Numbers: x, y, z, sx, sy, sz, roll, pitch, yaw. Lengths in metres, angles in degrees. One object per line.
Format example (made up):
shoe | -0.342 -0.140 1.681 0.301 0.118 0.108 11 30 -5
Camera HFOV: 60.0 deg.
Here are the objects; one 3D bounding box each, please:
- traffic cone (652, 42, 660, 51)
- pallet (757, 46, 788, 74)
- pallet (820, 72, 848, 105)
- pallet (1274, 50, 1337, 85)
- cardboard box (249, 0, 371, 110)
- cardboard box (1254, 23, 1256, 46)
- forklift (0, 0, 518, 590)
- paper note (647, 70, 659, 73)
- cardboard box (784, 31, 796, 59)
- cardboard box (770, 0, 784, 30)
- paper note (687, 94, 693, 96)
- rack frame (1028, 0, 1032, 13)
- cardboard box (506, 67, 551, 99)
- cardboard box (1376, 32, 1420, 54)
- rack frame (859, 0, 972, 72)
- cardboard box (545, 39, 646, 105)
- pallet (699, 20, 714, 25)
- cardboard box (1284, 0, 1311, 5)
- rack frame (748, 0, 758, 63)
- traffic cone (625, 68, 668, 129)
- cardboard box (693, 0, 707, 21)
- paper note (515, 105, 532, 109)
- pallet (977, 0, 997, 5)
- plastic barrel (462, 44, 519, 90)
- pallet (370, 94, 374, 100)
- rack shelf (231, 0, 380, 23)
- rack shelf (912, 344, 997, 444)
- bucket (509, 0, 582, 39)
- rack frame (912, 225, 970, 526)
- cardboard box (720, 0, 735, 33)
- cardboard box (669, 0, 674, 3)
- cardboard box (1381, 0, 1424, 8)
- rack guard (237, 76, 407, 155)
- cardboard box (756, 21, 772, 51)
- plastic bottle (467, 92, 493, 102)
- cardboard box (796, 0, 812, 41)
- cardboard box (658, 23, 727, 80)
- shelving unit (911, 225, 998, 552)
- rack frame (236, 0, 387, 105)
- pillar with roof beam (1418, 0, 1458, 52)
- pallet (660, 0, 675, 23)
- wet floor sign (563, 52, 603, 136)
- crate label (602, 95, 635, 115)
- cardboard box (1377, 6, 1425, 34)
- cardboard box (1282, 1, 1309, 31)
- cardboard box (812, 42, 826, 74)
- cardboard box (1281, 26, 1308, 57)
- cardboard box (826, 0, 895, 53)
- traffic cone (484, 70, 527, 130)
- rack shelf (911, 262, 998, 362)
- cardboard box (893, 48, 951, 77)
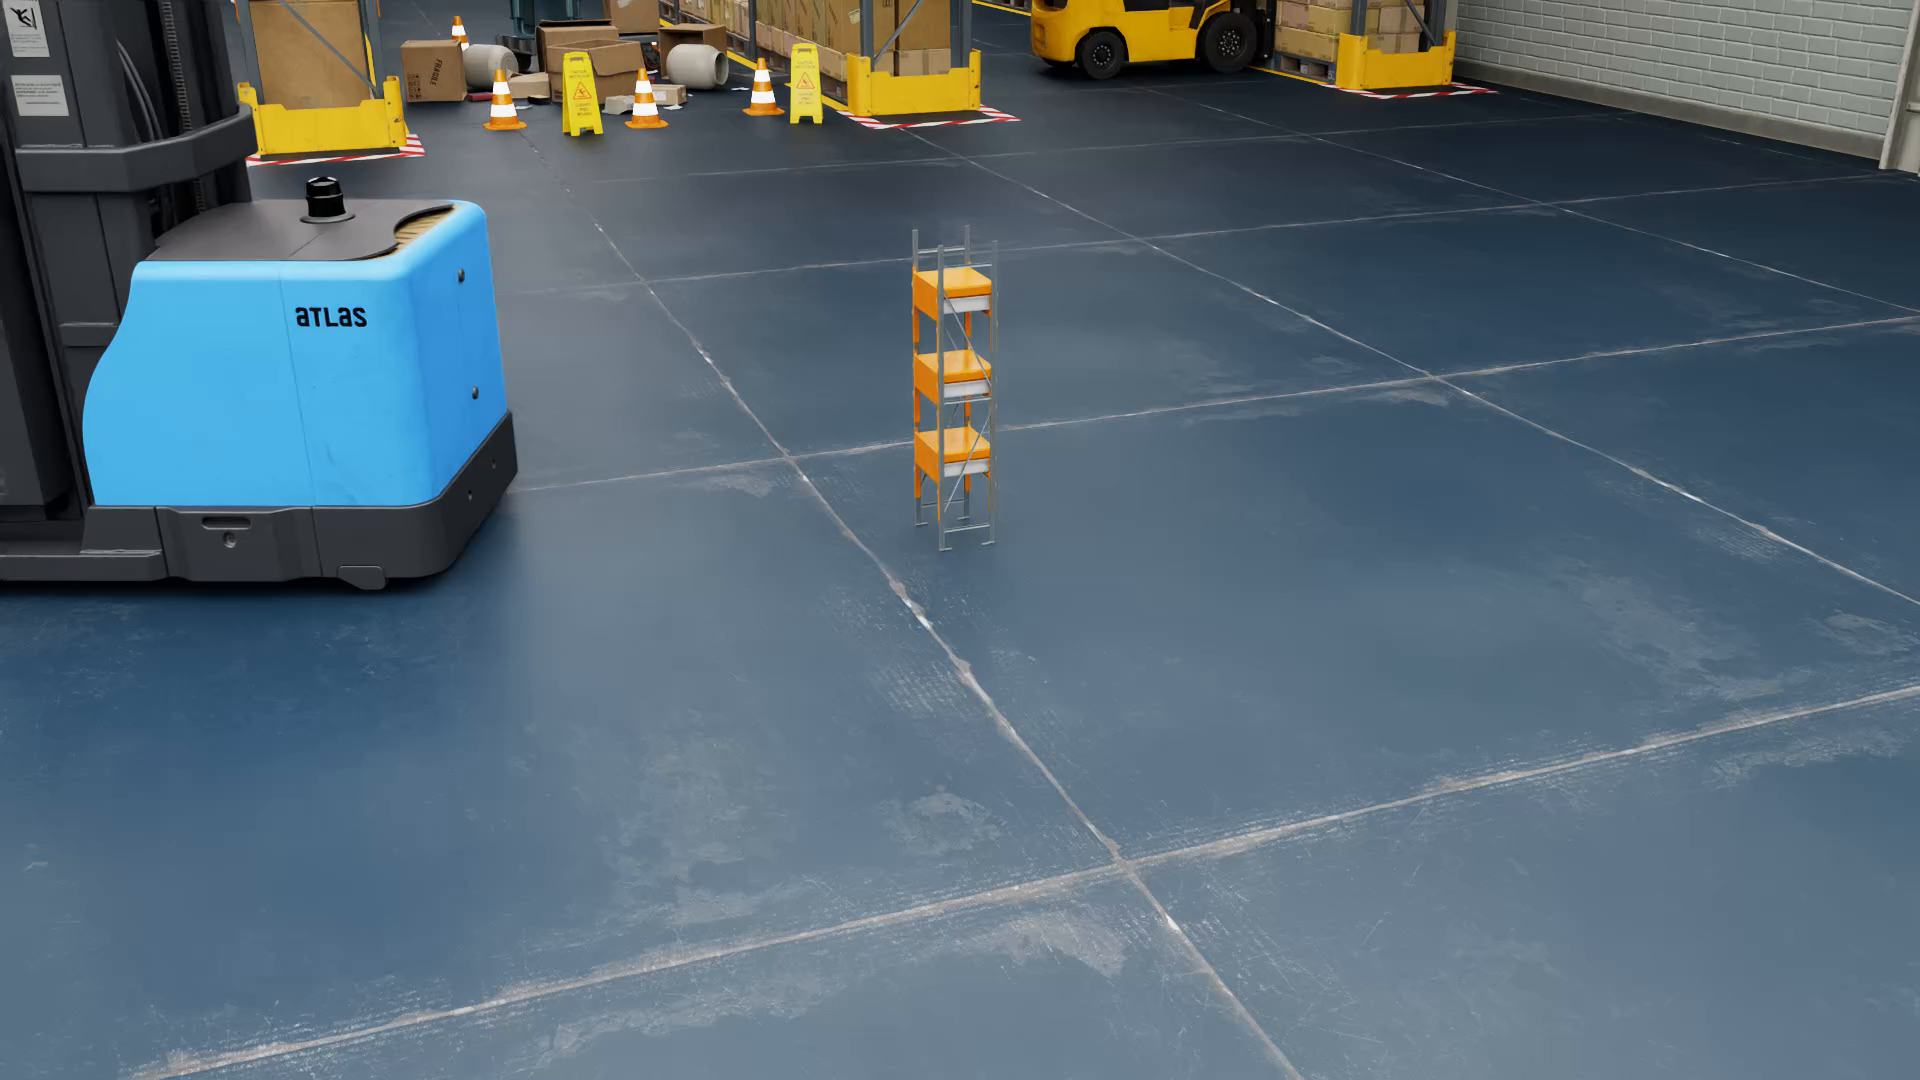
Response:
traffic cone | -3.540 -5.738 18.769 0.336 0.463 0.334 -8 24 -19
pallet | -1.522 -5.125 17.637 1.003 0.211 1.213 -8 24 -19
pallet | -0.660 -4.238 15.533 1.003 0.211 1.213 -8 24 -19
pallet | 3.954 -4.865 17.021 1.003 0.211 1.213 -8 24 -19
cardboard box | -5.276 -3.931 13.410 0.875 0.875 0.875 -8 24 -19
cardboard box | 3.262 -5.482 17.895 0.500 0.250 0.500 -8 24 -17
forklift | -3.155 -1.372 5.231 3.031 2.935 1.130 0 23 0
paper note | -3.201 -4.854 17.227 0.148 0.019 0.142 -8 24 -19
cardboard box | -1.447 -4.939 16.606 0.500 0.250 0.500 -9 24 -20
cardboard box | -1.636 -5.476 16.915 0.500 0.500 0.500 -7 24 -17
paper note | -2.551 -4.205 15.714 0.032 0.001 0.123 -8 24 -19
rack frame | 1.437 -8.785 22.730 1.000 3.000 0.127 -8 24 -19
cardboard box | -4.057 -4.301 15.613 0.396 0.266 0.258 -4 23 -10
cardboard box | 4.273 -5.010 16.773 0.500 0.250 0.500 -8 24 -19
rack frame | -0.379 -5.195 14.214 1.000 3.000 0.127 -8 24 -19
cardboard box | -3.368 -4.336 15.389 0.637 0.503 0.797 12 26 27
pallet | -2.503 -6.090 19.928 1.003 0.211 1.213 -8 24 -19
cardboard box | 3.623 -5.574 16.825 0.500 0.250 0.500 -8 24 -18
rack frame | -1.792 -6.649 17.663 1.000 3.000 0.127 -8 24 -19
traffic cone | -2.656 -3.730 14.003 0.336 0.463 0.334 -8 24 -19
cardboard box | -2.747 -6.611 20.416 0.950 0.372 0.625 -9 24 -20
paper note | -3.925 -3.898 14.961 0.144 0.017 0.142 0 23 -1
pallet | 0.781 -8.219 24.978 1.003 0.211 1.213 -8 24 -19
plastic barrel | -4.552 -4.544 15.986 0.512 0.421 0.421 8 24 18
pallet | -5.330 -3.474 13.721 1.003 0.211 1.213 -8 24 -19
rack shelf | -5.681 -4.875 14.380 1.077 0.370 4.000 -8 24 -19
rack shelf | -0.019 -0.493 5.596 0.215 0.259 0.240 -8 24 -19
bucket | -4.183 -5.392 16.938 0.726 0.611 0.620 0 13 -1
rack frame | -0.062 -0.548 5.697 0.200 1.050 0.008 -8 24 -19
cardboard box | -2.237 -6.082 19.162 0.950 0.372 0.625 -7 24 -16
cardboard box | -3.372 -7.579 22.065 0.875 0.875 0.875 -9 24 -19
cardboard box | 4.270 -5.466 16.568 0.500 0.250 0.500 -9 24 -20
rack guard | -4.966 -3.319 12.981 1.175 0.500 0.348 -8 24 -19
cardboard box | -1.836 -5.324 17.519 0.500 0.250 0.500 -10 25 -21
plastic bottle | -4.420 -4.120 15.446 0.283 0.061 0.133 -18 29 -37
cardboard box | -1.265 -5.096 16.013 0.500 0.500 0.500 -9 24 -20
cardboard box | -2.687 -4.922 16.781 0.500 0.500 0.500 8 24 18
shelving unit | -0.019 -0.503 5.592 0.215 1.050 0.252 -8 24 -19
rack frame | -4.974 -4.479 12.516 1.000 3.000 0.127 -8 24 -19
pillar with roof beam | 0.833 -8.428 14.161 9.100 9.000 0.400 -8 24 -19
pallet | -3.413 -7.114 22.357 1.003 0.211 1.213 -8 24 -19
wet floor sign | -3.112 -3.656 13.593 0.267 0.644 0.232 -13 26 -28
crate label | -2.992 -3.857 14.724 0.298 0.136 0.250 18 29 36
cardboard box | 4.291 -5.234 16.662 0.500 0.250 0.500 -8 24 -18
cardboard box | 3.632 -5.352 16.943 0.500 0.250 0.500 -9 24 -20
cardboard box | -1.092 -4.568 15.725 0.500 0.250 0.500 -8 24 -19
cardboard box | 3.635 -5.114 17.020 0.500 0.250 0.500 -8 24 -19
cardboard box | -0.906 -4.723 15.127 0.500 0.500 0.500 -8 24 -19
traffic cone | -3.834 -3.698 13.929 0.336 0.463 0.334 -8 24 -19
rack shelf | -0.019 -0.755 5.486 0.215 0.259 0.240 -8 24 -19
cardboard box | -0.405 -4.453 15.452 0.500 0.250 0.500 -9 24 -19
